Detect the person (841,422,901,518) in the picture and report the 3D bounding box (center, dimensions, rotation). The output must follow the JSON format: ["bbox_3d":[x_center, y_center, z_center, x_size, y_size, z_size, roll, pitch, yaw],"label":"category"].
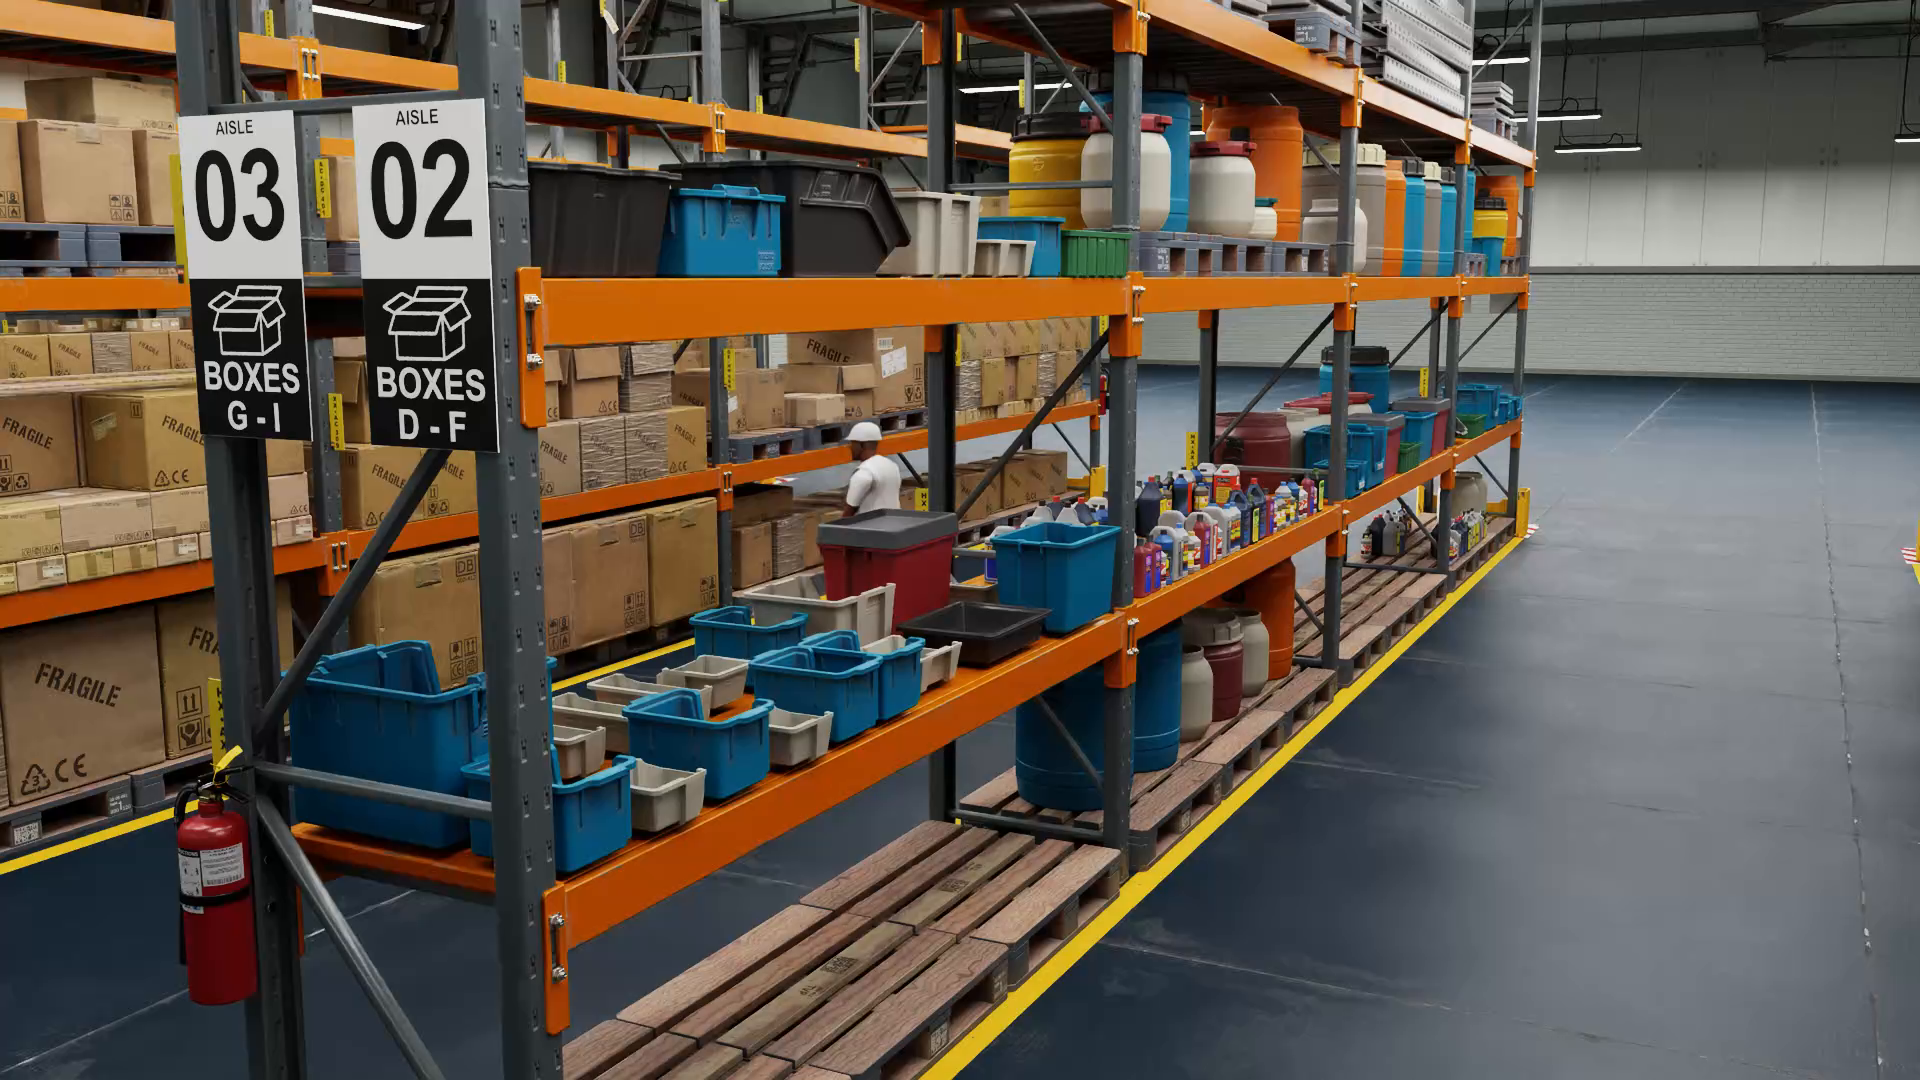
[{"bbox_3d":[-0.695,-0.002,12.349,0.582,1.750,0.505,4,10,25],"label":"person"}]
